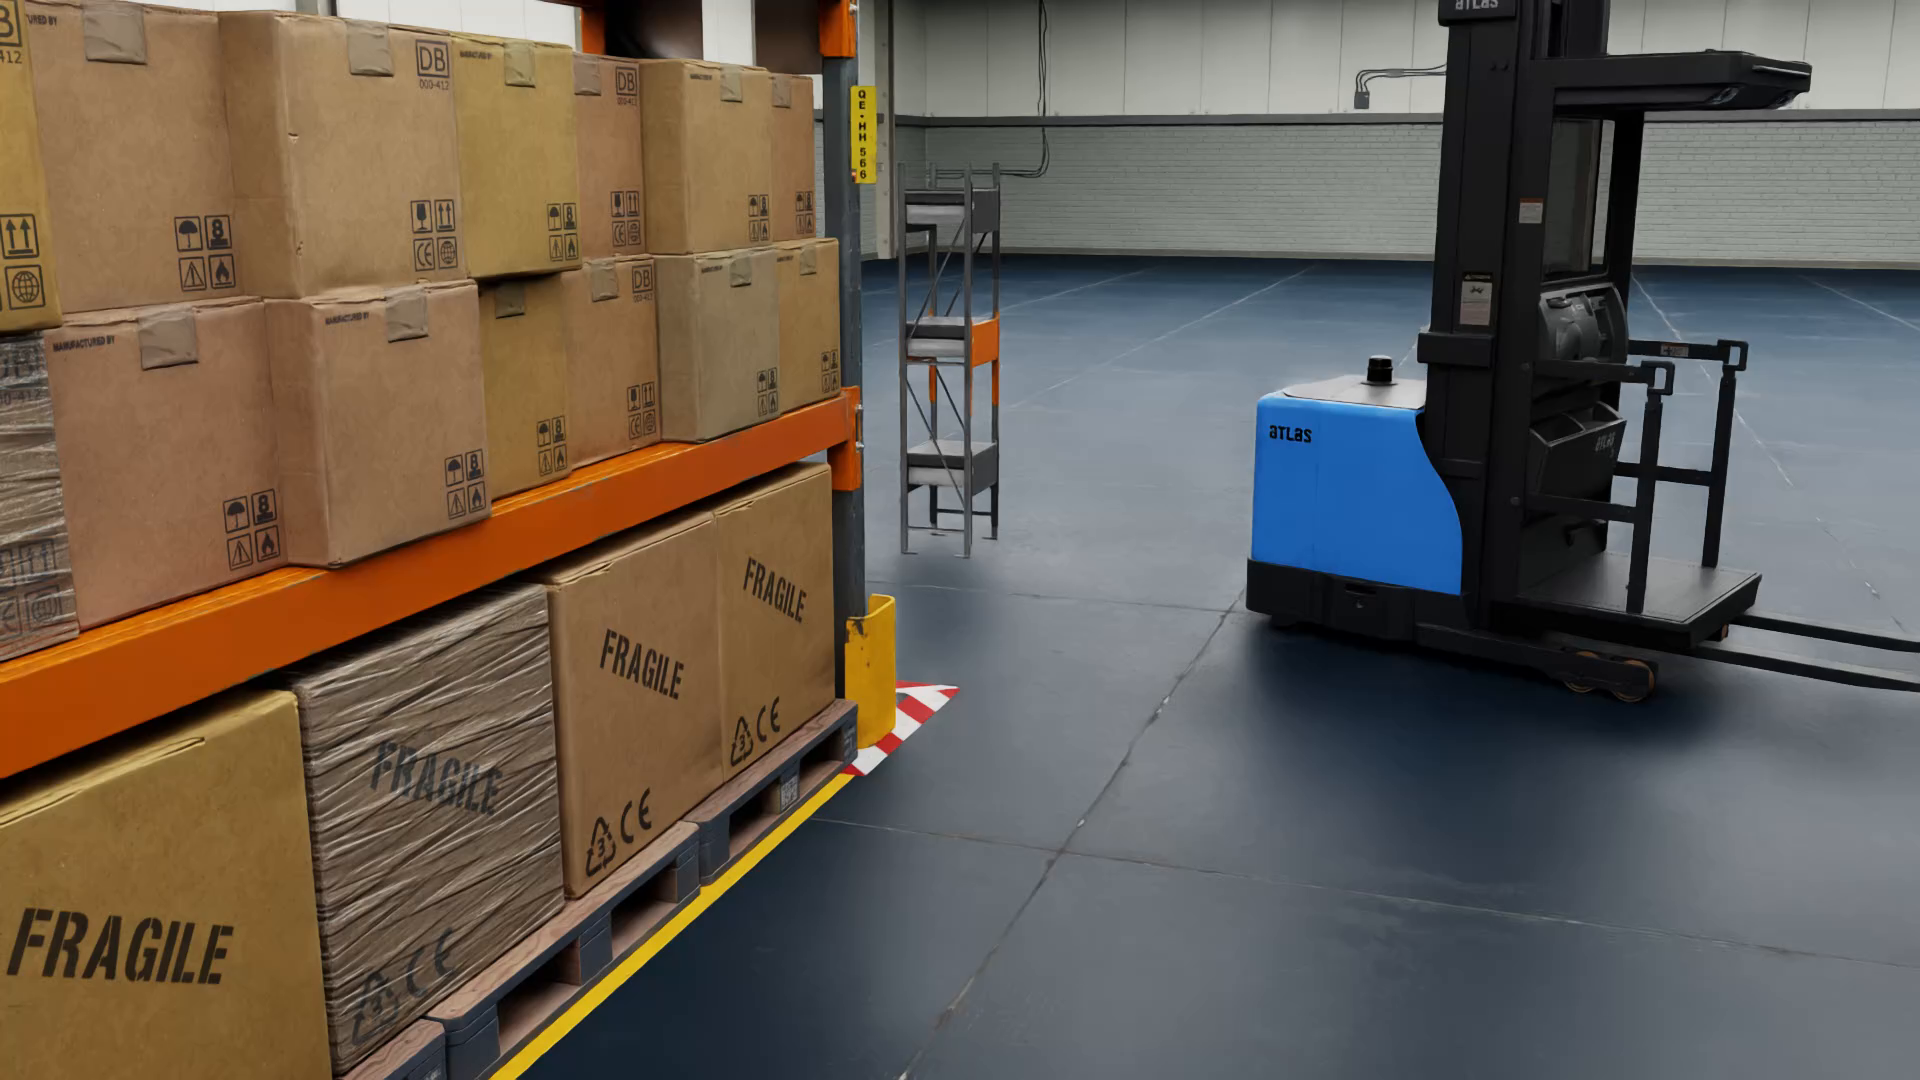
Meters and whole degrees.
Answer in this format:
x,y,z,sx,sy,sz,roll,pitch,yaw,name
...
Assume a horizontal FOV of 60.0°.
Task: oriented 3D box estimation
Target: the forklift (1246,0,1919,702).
x,y,z,sx,sy,sz,roll,pitch,yaw,name
2.793,-0.913,6.901,3.031,2.935,1.130,10,17,39,forklift

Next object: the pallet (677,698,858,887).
x,y,z,sx,sy,sz,roll,pitch,yaw,name
-1.029,0.772,5.632,1.003,0.211,1.213,4,14,18,pallet

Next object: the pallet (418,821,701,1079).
x,y,z,sx,sy,sz,roll,pitch,yaw,name
-1.425,1.028,4.510,1.003,0.211,1.213,4,14,18,pallet

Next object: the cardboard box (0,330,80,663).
x,y,z,sx,sy,sz,roll,pitch,yaw,name
-2.030,-0.071,2.722,0.875,0.550,0.550,4,14,18,cardboard box

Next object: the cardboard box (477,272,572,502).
x,y,z,sx,sy,sz,roll,pitch,yaw,name
-1.511,-0.413,4.218,0.875,0.550,0.500,4,14,18,cardboard box

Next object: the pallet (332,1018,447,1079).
x,y,z,sx,sy,sz,roll,pitch,yaw,name
-1.818,1.286,3.381,1.003,0.211,1.213,4,14,18,pallet

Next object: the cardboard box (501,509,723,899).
x,y,z,sx,sy,sz,roll,pitch,yaw,name
-1.284,0.402,4.815,0.875,0.875,0.875,4,13,18,cardboard box

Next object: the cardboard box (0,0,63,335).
x,y,z,sx,sy,sz,roll,pitch,yaw,name
-1.986,-0.594,2.587,0.875,0.550,0.550,4,14,18,cardboard box

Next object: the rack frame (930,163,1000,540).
x,y,z,sx,sy,sz,roll,pitch,yaw,name
0.025,-1.040,9.327,0.400,2.100,0.015,4,14,18,rack frame

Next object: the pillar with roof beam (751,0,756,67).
x,y,z,sx,sy,sz,roll,pitch,yaw,name
0.502,-9.040,28.871,9.100,9.000,0.400,4,14,18,pillar with roof beam

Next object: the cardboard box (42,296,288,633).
x,y,z,sx,sy,sz,roll,pitch,yaw,name
-1.874,-0.189,3.236,0.875,0.550,0.550,4,14,18,cardboard box

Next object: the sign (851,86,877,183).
x,y,z,sx,sy,sz,roll,pitch,yaw,name
-0.335,-1.400,5.745,0.100,0.325,0.005,4,14,18,sign

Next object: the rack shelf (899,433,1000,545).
x,y,z,sx,sy,sz,roll,pitch,yaw,name
-0.054,-0.293,9.260,0.431,0.518,0.480,4,14,18,rack shelf

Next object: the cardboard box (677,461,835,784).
x,y,z,sx,sy,sz,roll,pitch,yaw,name
-1.001,0.217,5.627,0.875,0.875,0.875,4,14,19,cardboard box

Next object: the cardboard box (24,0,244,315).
x,y,z,sx,sy,sz,roll,pitch,yaw,name
-1.918,-0.718,3.131,0.875,0.550,0.550,4,14,18,cardboard box

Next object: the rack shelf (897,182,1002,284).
x,y,z,sx,sy,sz,roll,pitch,yaw,name
-0.054,-1.658,8.949,0.431,0.518,0.480,4,14,18,rack shelf

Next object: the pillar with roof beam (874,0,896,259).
x,y,z,sx,sy,sz,roll,pitch,yaw,name
2.444,-10.303,34.406,9.100,9.000,0.400,4,14,18,pillar with roof beam

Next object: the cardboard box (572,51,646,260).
x,y,z,sx,sy,sz,roll,pitch,yaw,name
-1.401,-1.055,4.607,0.875,0.550,0.550,4,14,18,cardboard box

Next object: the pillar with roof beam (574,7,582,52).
x,y,z,sx,sy,sz,roll,pitch,yaw,name
-1.439,-7.776,23.336,9.100,9.000,0.400,4,14,18,pillar with roof beam

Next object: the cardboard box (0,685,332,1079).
x,y,z,sx,sy,sz,roll,pitch,yaw,name
-1.869,0.784,3.142,0.875,0.875,0.875,5,14,19,cardboard box

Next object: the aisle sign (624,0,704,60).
x,y,z,sx,sy,sz,roll,pitch,yaw,name
-1.105,-2.066,5.955,0.394,0.787,0.004,4,14,18,aisle sign

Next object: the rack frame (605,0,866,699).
x,y,z,sx,sy,sz,roll,pitch,yaw,name
-0.844,-0.762,6.084,1.000,3.000,0.127,4,14,18,rack frame

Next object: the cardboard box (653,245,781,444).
x,y,z,sx,sy,sz,roll,pitch,yaw,name
-1.079,-0.636,5.197,0.875,0.550,0.550,4,14,18,cardboard box

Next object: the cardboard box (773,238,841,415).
x,y,z,sx,sy,sz,roll,pitch,yaw,name
-0.921,-0.753,5.711,0.875,0.550,0.550,4,14,18,cardboard box

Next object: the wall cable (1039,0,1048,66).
x,y,z,sx,sy,sz,roll,pitch,yaw,name
3.134,-11.892,36.994,3.097,2.526,0.112,4,14,18,wall cable

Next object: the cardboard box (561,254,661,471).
x,y,z,sx,sy,sz,roll,pitch,yaw,name
-1.379,-0.527,4.720,0.875,0.550,0.550,4,14,18,cardboard box

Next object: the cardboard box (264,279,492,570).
x,y,z,sx,sy,sz,roll,pitch,yaw,name
-1.588,-0.294,3.697,0.875,0.550,0.550,4,14,18,cardboard box

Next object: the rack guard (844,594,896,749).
x,y,z,sx,sy,sz,roll,pitch,yaw,name
-0.836,0.452,6.384,1.175,0.500,0.348,4,14,18,rack guard

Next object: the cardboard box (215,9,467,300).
x,y,z,sx,sy,sz,roll,pitch,yaw,name
-1.614,-0.822,3.586,0.875,0.550,0.550,4,14,18,cardboard box

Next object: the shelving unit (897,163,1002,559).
x,y,z,sx,sy,sz,roll,pitch,yaw,name
-0.054,-0.989,9.102,0.431,2.100,0.503,4,14,18,shelving unit

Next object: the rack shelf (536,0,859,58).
x,y,z,sx,sy,sz,roll,pitch,yaw,name
-1.491,-1.452,3.985,1.077,0.370,4.000,4,14,18,rack shelf

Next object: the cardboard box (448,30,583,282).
x,y,z,sx,sy,sz,roll,pitch,yaw,name
-1.450,-0.934,4.077,0.875,0.550,0.500,4,14,18,cardboard box

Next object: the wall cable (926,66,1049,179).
x,y,z,sx,sy,sz,roll,pitch,yaw,name
0.575,-9.624,38.410,3.097,2.526,0.112,4,14,18,wall cable

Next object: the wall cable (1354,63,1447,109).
x,y,z,sx,sy,sz,roll,pitch,yaw,name
9.552,-12.109,34.676,2.305,6.003,0.169,4,14,18,wall cable

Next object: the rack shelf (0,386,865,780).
x,y,z,sx,sy,sz,roll,pitch,yaw,name
-1.491,0.010,4.319,1.077,0.370,4.000,4,14,18,rack shelf

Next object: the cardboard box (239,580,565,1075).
x,y,z,sx,sy,sz,roll,pitch,yaw,name
-1.581,0.594,3.975,0.875,0.875,0.875,4,14,19,cardboard box

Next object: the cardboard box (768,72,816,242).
x,y,z,sx,sy,sz,roll,pitch,yaw,name
-1.001,-1.286,5.617,0.875,0.550,0.550,4,14,18,cardboard box

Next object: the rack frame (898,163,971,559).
x,y,z,sx,sy,sz,roll,pitch,yaw,name
-0.133,-0.937,8.876,0.400,2.100,0.015,4,14,18,rack frame

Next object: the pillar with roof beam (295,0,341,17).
x,y,z,sx,sy,sz,roll,pitch,yaw,name
-3.380,-6.513,17.801,9.100,9.000,0.400,4,14,18,pillar with roof beam

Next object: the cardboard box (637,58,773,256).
x,y,z,sx,sy,sz,roll,pitch,yaw,name
-1.091,-1.163,5.081,0.875,0.550,0.550,4,14,18,cardboard box

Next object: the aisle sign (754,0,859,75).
x,y,z,sx,sy,sz,roll,pitch,yaw,name
-0.537,-2.022,5.766,0.394,0.787,0.004,4,14,18,aisle sign

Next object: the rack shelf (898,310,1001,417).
x,y,z,sx,sy,sz,roll,pitch,yaw,name
-0.054,-0.976,9.105,0.431,0.518,0.480,4,14,18,rack shelf
